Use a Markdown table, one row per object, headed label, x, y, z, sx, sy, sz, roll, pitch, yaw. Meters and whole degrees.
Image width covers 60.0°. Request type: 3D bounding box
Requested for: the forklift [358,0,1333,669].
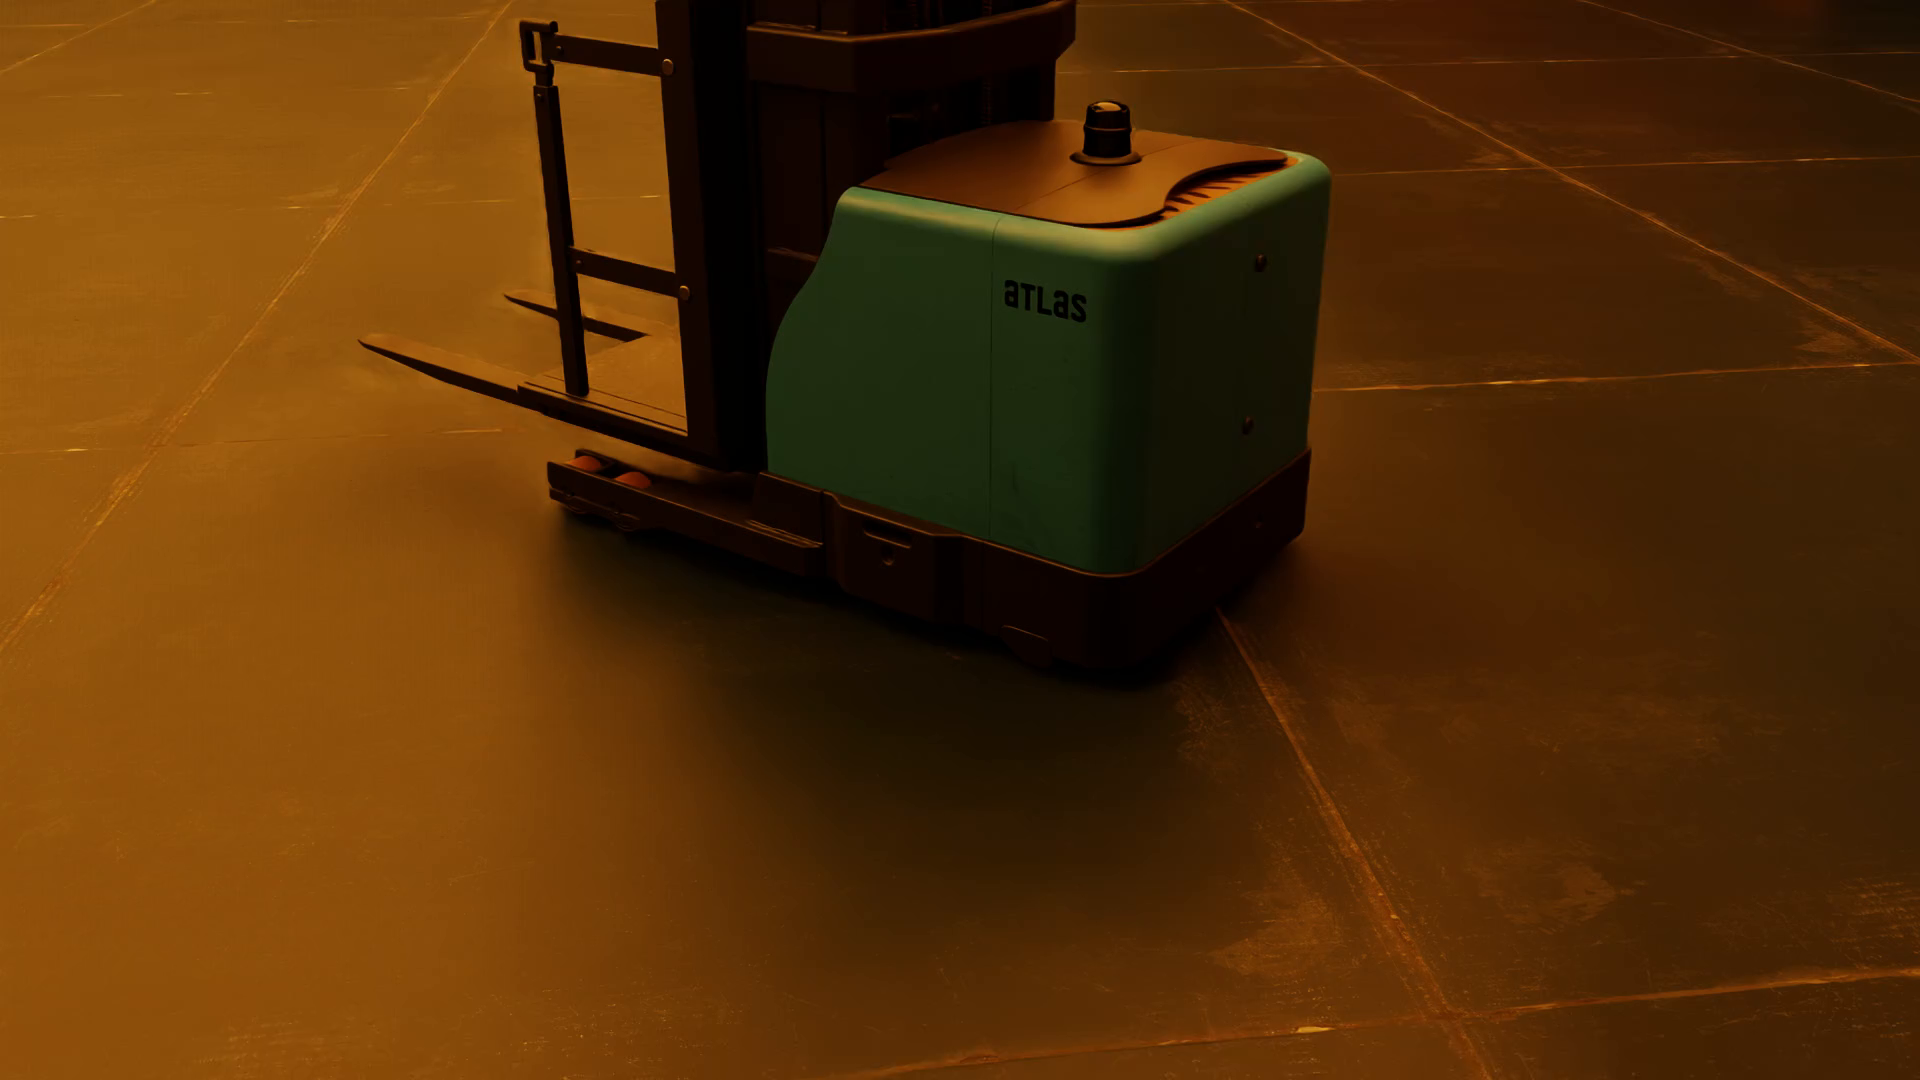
| label | x | y | z | sx | sy | sz | roll | pitch | yaw |
| --- | --- | --- | --- | --- | --- | --- | --- | --- | --- |
| forklift | -0.557 | -1.509 | 4.362 | 3.031 | 2.935 | 1.130 | 17 | 31 | 32 |
